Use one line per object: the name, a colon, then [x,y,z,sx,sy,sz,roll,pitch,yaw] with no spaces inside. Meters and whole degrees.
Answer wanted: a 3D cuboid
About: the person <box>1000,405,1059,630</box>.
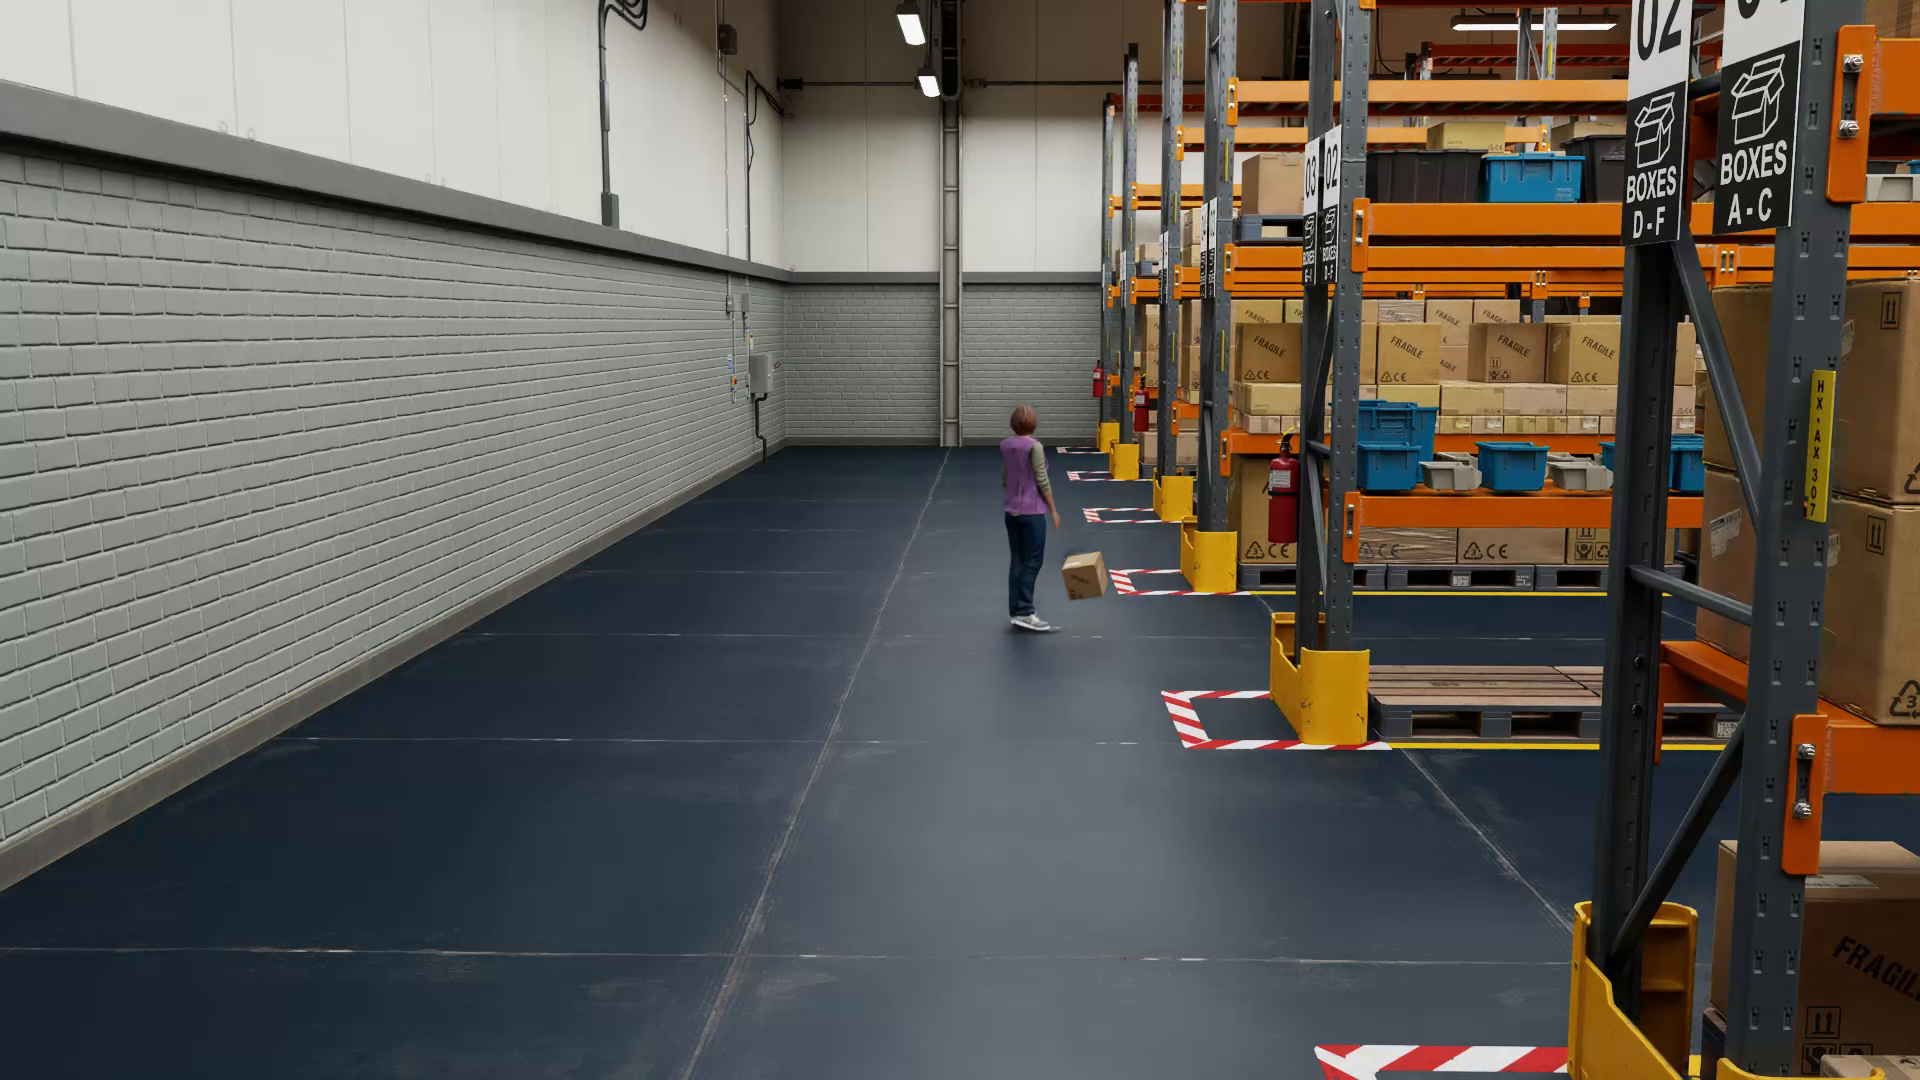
person: [0.506,-0.172,12.023,0.363,1.600,0.549,-6,10,-39]
